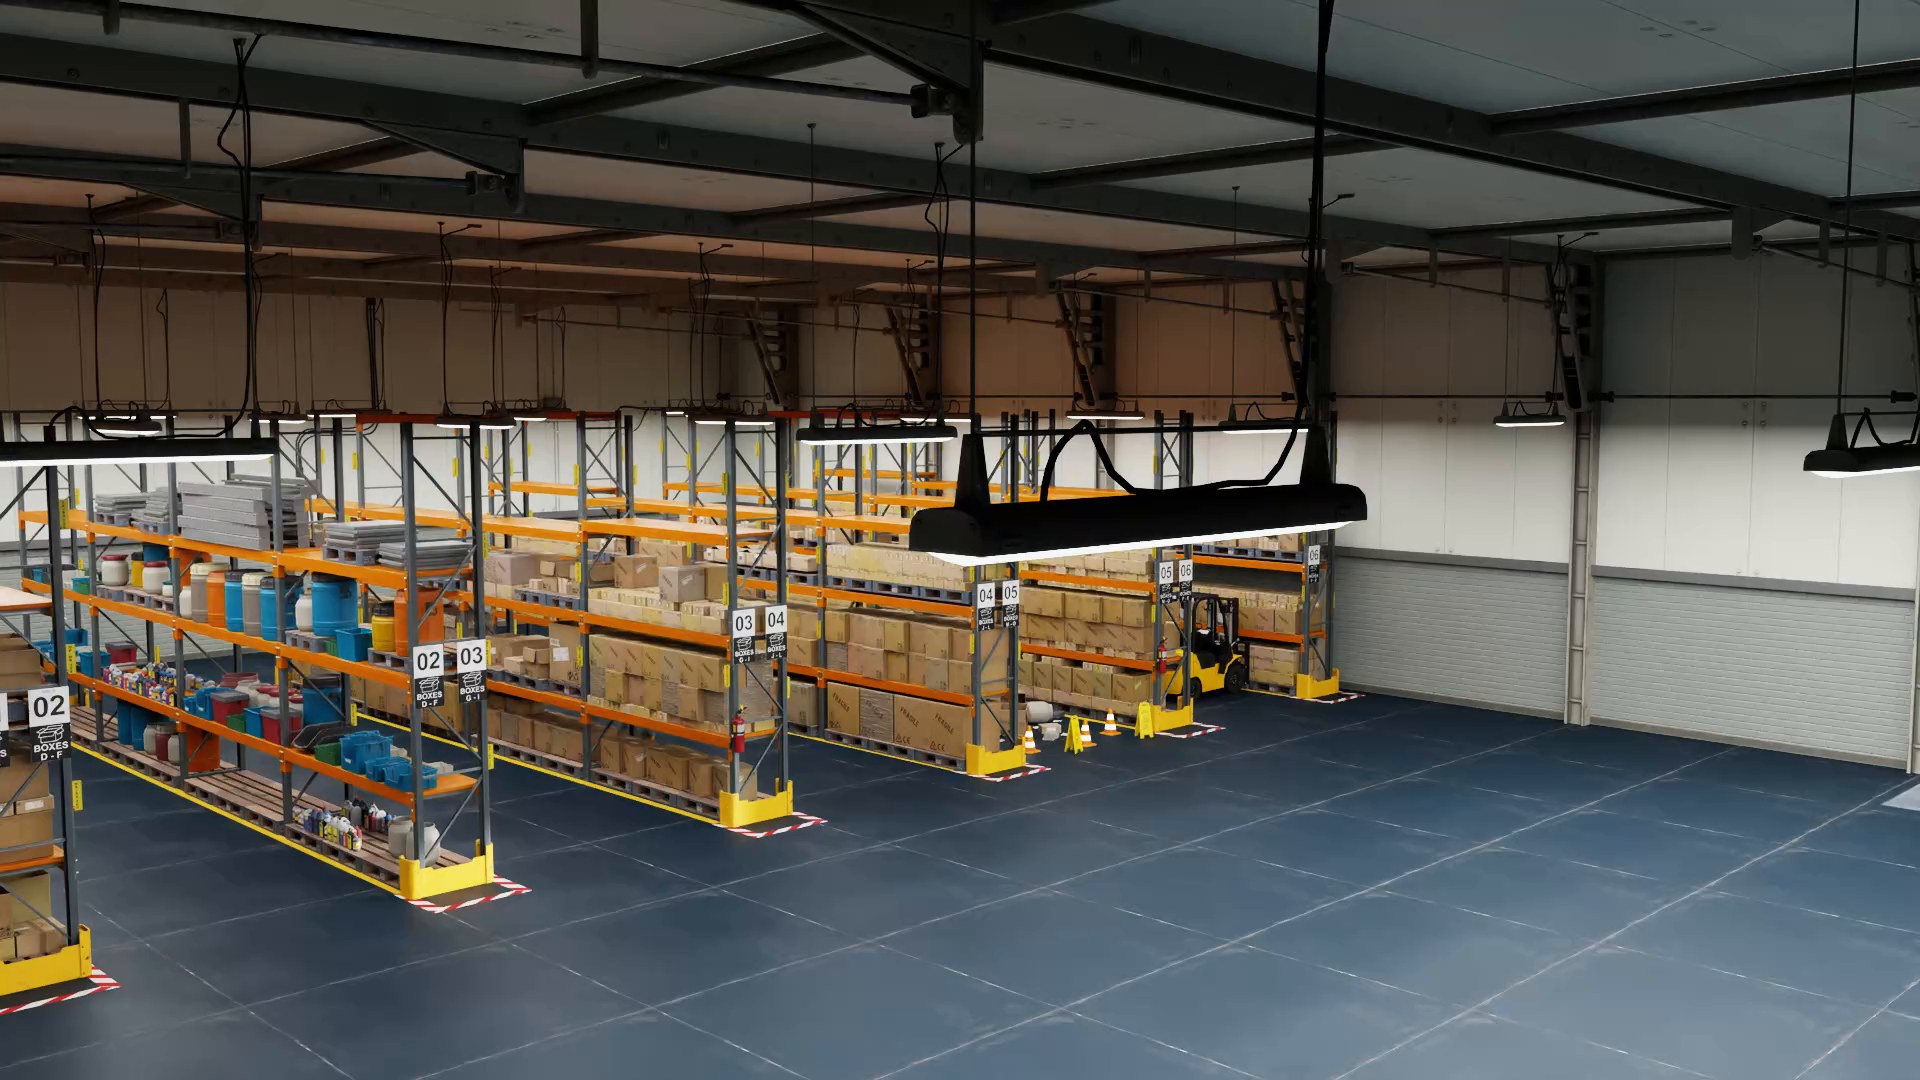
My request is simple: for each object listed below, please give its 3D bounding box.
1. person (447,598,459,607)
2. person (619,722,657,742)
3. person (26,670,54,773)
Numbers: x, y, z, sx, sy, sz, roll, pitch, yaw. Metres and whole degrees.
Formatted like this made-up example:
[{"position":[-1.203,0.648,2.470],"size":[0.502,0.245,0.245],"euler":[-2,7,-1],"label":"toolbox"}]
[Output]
[{"position":[-11.946,2.120,39.014],"size":[0.711,1.672,0.551],"euler":[-2,5,-17],"label":"person"},{"position":[-5.841,2.883,30.419],"size":[1.022,1.717,0.731],"euler":[3,6,34],"label":"person"},{"position":[-15.603,3.044,28.122],"size":[0.721,1.734,0.728],"euler":[3,6,34],"label":"person"}]
